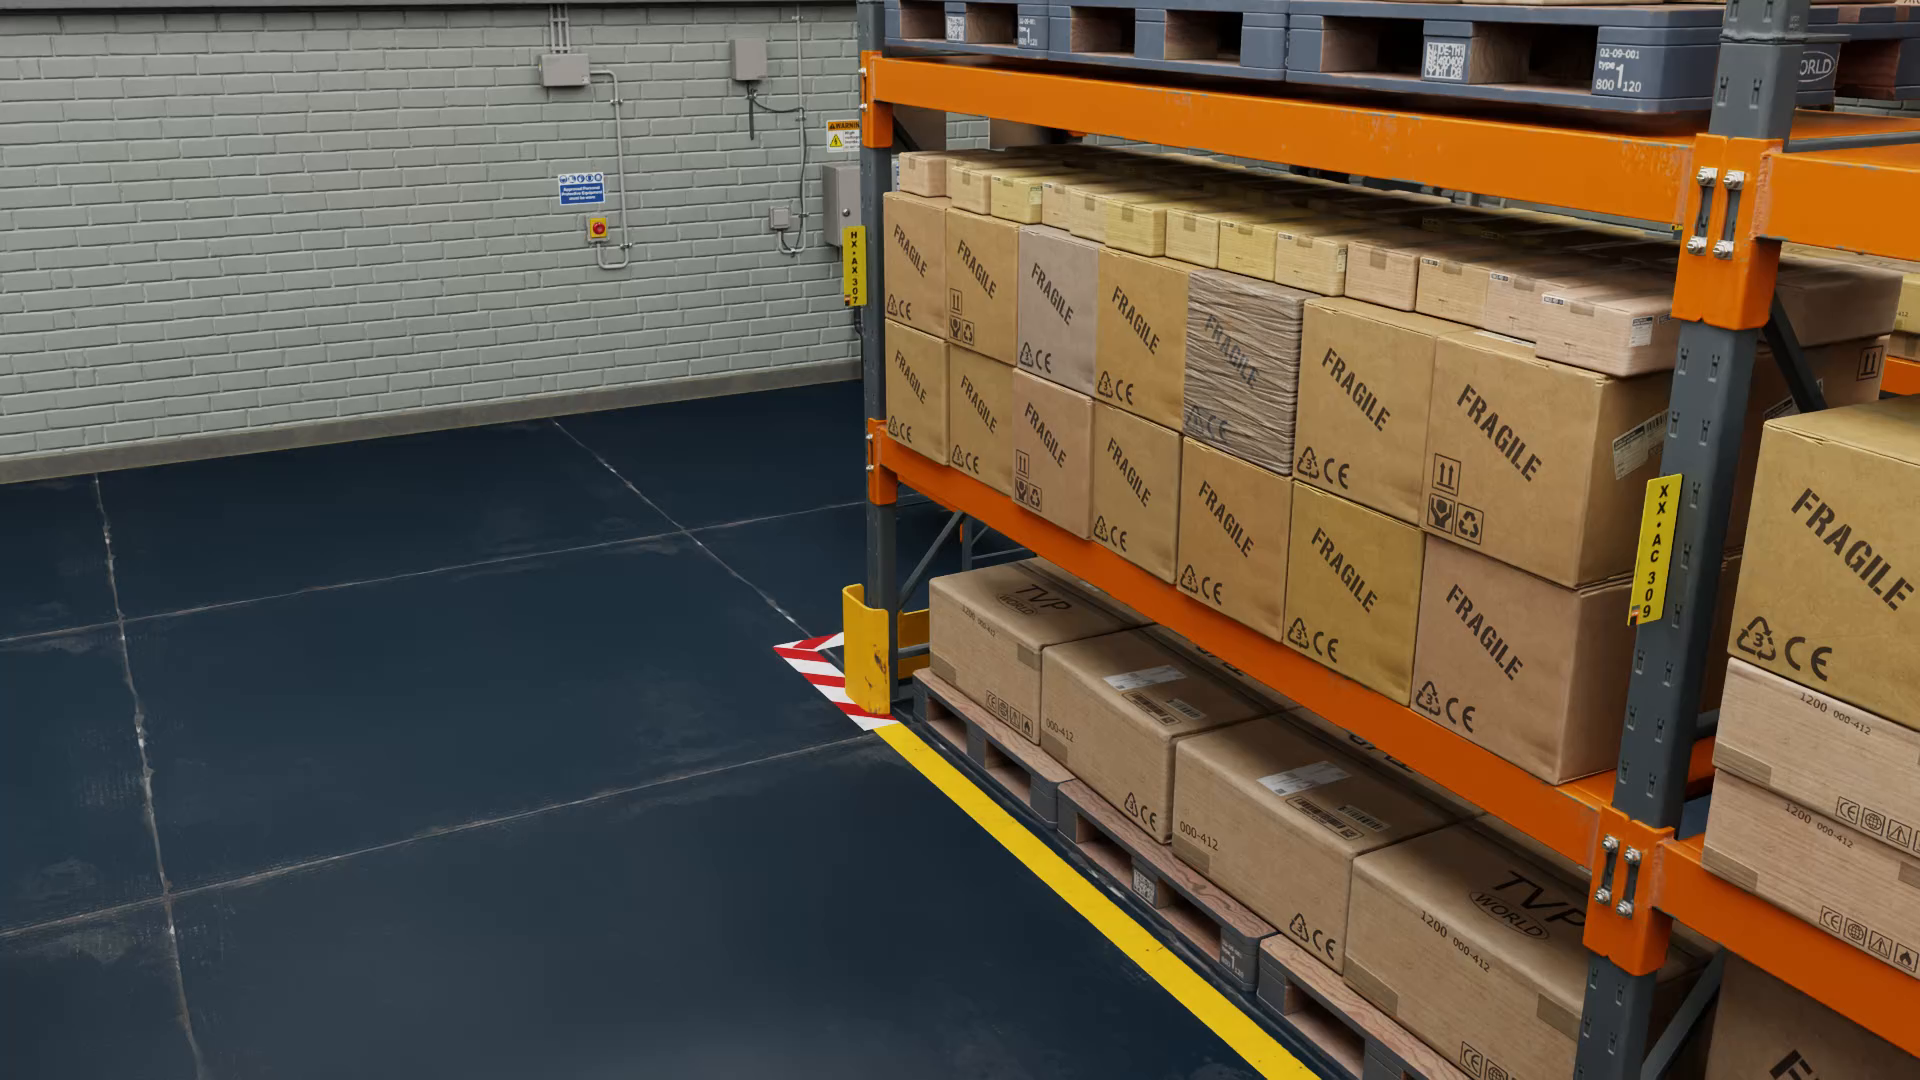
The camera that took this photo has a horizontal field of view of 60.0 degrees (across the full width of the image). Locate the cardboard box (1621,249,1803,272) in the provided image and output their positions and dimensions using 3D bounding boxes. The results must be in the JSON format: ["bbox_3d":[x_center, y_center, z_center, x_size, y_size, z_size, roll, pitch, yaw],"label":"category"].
[{"bbox_3d":[1.900,-0.645,4.223,0.380,0.149,0.250,-10,21,-26],"label":"cardboard box"}]

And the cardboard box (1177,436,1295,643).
[{"bbox_3d":[1.011,-0.047,5.015,0.500,0.500,0.500,-10,22,-27],"label":"cardboard box"}]

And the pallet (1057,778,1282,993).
[{"bbox_3d":[1.082,1.120,6.062,1.003,0.211,1.213,-10,21,-27],"label":"pallet"}]

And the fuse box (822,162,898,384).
[{"bbox_3d":[-0.722,-2.055,12.963,0.539,1.711,0.414,-10,21,-27],"label":"fuse box"}]

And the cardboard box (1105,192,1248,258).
[{"bbox_3d":[0.682,-0.995,5.237,0.380,0.149,0.250,-11,22,-28],"label":"cardboard box"}]

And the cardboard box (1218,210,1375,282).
[{"bbox_3d":[0.980,-0.859,4.843,0.380,0.149,0.250,-10,22,-28],"label":"cardboard box"}]

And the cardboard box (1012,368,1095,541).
[{"bbox_3d":[0.524,-0.341,5.867,0.500,0.500,0.500,-10,21,-27],"label":"cardboard box"}]

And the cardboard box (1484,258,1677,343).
[{"bbox_3d":[1.501,-0.575,4.019,0.380,0.149,0.250,-9,21,-25],"label":"cardboard box"}]

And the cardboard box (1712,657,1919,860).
[{"bbox_3d":[1.918,0.388,3.373,0.500,0.250,0.500,-11,22,-28],"label":"cardboard box"}]

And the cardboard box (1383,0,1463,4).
[{"bbox_3d":[1.247,-1.372,3.997,0.380,0.149,0.250,-9,21,-25],"label":"cardboard box"}]

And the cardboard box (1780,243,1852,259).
[{"bbox_3d":[4.403,-1.433,8.959,0.500,0.250,0.500,-10,21,-26],"label":"cardboard box"}]

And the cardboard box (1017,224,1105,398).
[{"bbox_3d":[0.538,-0.809,5.693,0.500,0.500,0.500,-10,21,-27],"label":"cardboard box"}]

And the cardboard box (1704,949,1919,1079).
[{"bbox_3d":[2.322,1.354,3.721,0.875,0.875,0.875,-9,21,-25],"label":"cardboard box"}]

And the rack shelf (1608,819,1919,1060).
[{"bbox_3d":[2.907,1.297,2.376,1.077,0.370,4.000,-10,21,-27],"label":"rack shelf"}]

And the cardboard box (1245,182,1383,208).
[{"bbox_3d":[1.167,-1.084,5.493,0.380,0.149,0.250,-9,21,-25],"label":"cardboard box"}]

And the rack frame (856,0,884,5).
[{"bbox_3d":[0.058,-3.601,6.272,1.000,3.000,0.127,-10,21,-27],"label":"rack frame"}]

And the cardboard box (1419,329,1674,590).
[{"bbox_3d":[1.490,-0.230,4.012,0.500,0.500,0.500,-10,21,-27],"label":"cardboard box"}]

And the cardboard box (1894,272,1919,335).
[{"bbox_3d":[4.886,-1.143,8.120,0.500,0.250,0.500,-10,22,-28],"label":"cardboard box"}]

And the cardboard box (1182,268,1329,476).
[{"bbox_3d":[1.007,-0.521,4.857,0.500,0.500,0.500,-10,21,-26],"label":"cardboard box"}]

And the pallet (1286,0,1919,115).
[{"bbox_3d":[1.578,-1.230,4.133,1.003,0.211,1.213,-10,21,-27],"label":"pallet"}]

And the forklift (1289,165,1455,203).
[{"bbox_3d":[2.857,-1.823,10.420,3.031,2.935,1.130,-8,21,-23],"label":"forklift"}]

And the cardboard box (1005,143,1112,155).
[{"bbox_3d":[0.405,-1.520,6.757,0.380,0.149,0.250,-10,21,-26],"label":"cardboard box"}]

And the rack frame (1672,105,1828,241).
[{"bbox_3d":[4.425,-1.535,9.482,1.000,3.000,0.127,-10,21,-27],"label":"rack frame"}]

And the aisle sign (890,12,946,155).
[{"bbox_3d":[-0.231,-1.970,6.756,0.394,0.787,0.004,-10,21,-27],"label":"aisle sign"}]

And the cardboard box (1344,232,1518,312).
[{"bbox_3d":[1.256,-0.718,4.434,0.380,0.149,0.250,-10,21,-27],"label":"cardboard box"}]

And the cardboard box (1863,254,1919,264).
[{"bbox_3d":[5.120,-1.366,8.765,0.500,0.250,0.500,-10,21,-26],"label":"cardboard box"}]

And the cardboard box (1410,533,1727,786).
[{"bbox_3d":[1.512,0.242,4.178,0.500,0.500,0.500,-10,21,-26],"label":"cardboard box"}]

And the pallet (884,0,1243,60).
[{"bbox_3d":[0.420,-1.930,6.163,1.003,0.211,1.213,-10,21,-27],"label":"pallet"}]

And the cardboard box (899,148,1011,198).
[{"bbox_3d":[-0.017,-1.447,6.546,0.380,0.149,0.250,-9,21,-26],"label":"cardboard box"}]

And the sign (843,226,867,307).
[{"bbox_3d":[-0.433,-1.128,6.852,0.100,0.325,0.005,-10,21,-27],"label":"sign"}]

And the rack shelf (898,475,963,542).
[{"bbox_3d":[-0.003,-0.303,9.533,0.538,0.278,1.000,-10,21,-27],"label":"rack shelf"}]

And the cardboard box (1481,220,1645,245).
[{"bbox_3d":[1.678,-0.793,4.651,0.380,0.149,0.250,-10,21,-27],"label":"cardboard box"}]

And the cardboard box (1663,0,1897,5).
[{"bbox_3d":[1.863,-1.529,3.916,0.500,0.500,0.500,-10,21,-26],"label":"cardboard box"}]

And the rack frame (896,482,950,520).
[{"bbox_3d":[-0.245,-0.680,9.876,0.500,1.125,0.032,-10,21,-27],"label":"rack frame"}]

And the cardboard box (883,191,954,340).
[{"bbox_3d":[0.035,-1.103,6.544,0.500,0.500,0.500,-11,22,-28],"label":"cardboard box"}]

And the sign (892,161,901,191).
[{"bbox_3d":[-0.386,-2.755,13.162,0.329,0.494,0.001,-10,21,-27],"label":"sign"}]

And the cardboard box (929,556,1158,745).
[{"bbox_3d":[0.459,0.421,7.096,0.875,0.438,0.875,-11,22,-28],"label":"cardboard box"}]

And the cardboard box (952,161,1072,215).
[{"bbox_3d":[0.193,-1.290,6.092,0.380,0.149,0.250,-9,21,-25],"label":"cardboard box"}]

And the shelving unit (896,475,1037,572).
[{"bbox_3d":[-0.003,-0.534,9.454,0.538,1.125,1.048,-10,21,-27],"label":"shelving unit"}]

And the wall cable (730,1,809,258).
[{"bbox_3d":[-1.397,-3.084,12.412,0.588,1.984,0.122,-10,21,-27],"label":"wall cable"}]

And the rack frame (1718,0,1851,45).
[{"bbox_3d":[1.958,-2.453,2.944,1.000,3.000,0.127,-10,21,-27],"label":"rack frame"}]

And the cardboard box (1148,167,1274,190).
[{"bbox_3d":[0.888,-1.225,5.902,0.380,0.149,0.250,-10,22,-27],"label":"cardboard box"}]

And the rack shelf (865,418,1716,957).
[{"bbox_3d":[1.008,0.149,5.704,1.077,0.370,4.000,-10,21,-27],"label":"rack shelf"}]

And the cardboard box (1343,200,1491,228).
[{"bbox_3d":[1.385,-0.933,5.057,0.380,0.149,0.250,-10,21,-27],"label":"cardboard box"}]

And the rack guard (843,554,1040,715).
[{"bbox_3d":[0.047,0.409,7.678,1.175,0.500,0.348,-10,21,-27],"label":"rack guard"}]

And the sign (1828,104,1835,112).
[{"bbox_3d":[4.923,-2.312,9.474,0.100,0.325,0.005,-10,21,-27],"label":"sign"}]

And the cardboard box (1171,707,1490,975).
[{"bbox_3d":[1.328,0.942,5.587,0.875,0.438,0.875,-11,22,-28],"label":"cardboard box"}]

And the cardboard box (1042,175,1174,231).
[{"bbox_3d":[0.505,-1.150,5.686,0.380,0.149,0.250,-10,21,-26],"label":"cardboard box"}]

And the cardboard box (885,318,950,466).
[{"bbox_3d":[0.033,-0.630,6.706,0.500,0.500,0.500,-10,21,-27],"label":"cardboard box"}]

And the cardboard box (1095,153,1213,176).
[{"bbox_3d":[0.743,-1.390,6.379,0.380,0.149,0.250,-10,22,-27],"label":"cardboard box"}]
